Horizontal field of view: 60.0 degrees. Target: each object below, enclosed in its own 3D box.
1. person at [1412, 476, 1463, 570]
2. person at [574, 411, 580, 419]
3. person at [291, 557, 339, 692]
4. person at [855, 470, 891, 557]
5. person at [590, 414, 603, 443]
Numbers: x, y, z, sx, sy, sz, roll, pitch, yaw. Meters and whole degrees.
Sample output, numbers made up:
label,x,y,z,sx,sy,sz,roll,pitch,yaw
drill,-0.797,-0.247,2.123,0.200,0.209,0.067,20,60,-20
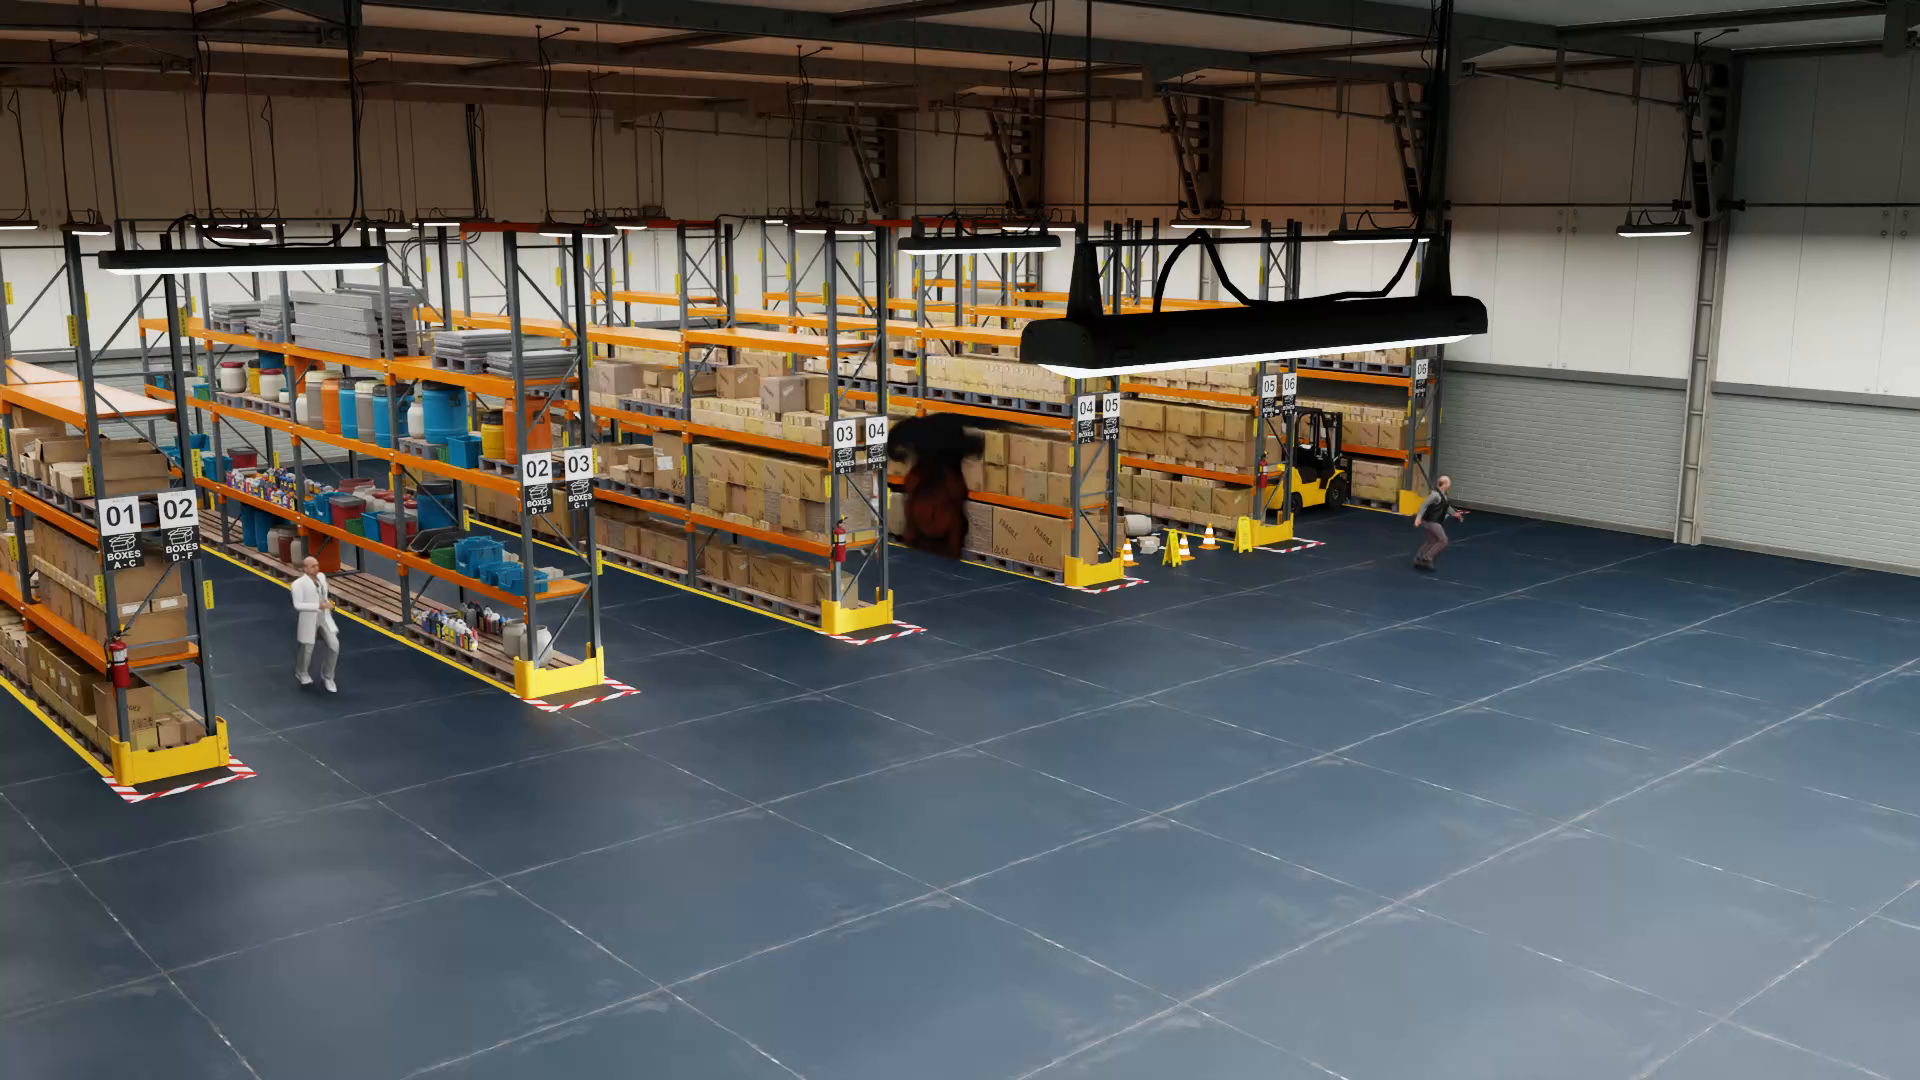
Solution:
label,x,y,z,sx,sy,sz,roll,pitch,yaw
person,8.351,-0.300,29.051,0.803,1.665,0.641,6,13,27
person,-9.276,-2.545,40.421,0.589,1.608,0.536,3,12,15
person,-8.489,1.120,21.874,0.882,1.837,0.644,9,14,38
person,-1.460,-0.509,28.511,0.816,1.885,0.627,9,15,38
person,-9.359,-2.987,42.291,0.621,1.675,0.911,2,12,8
